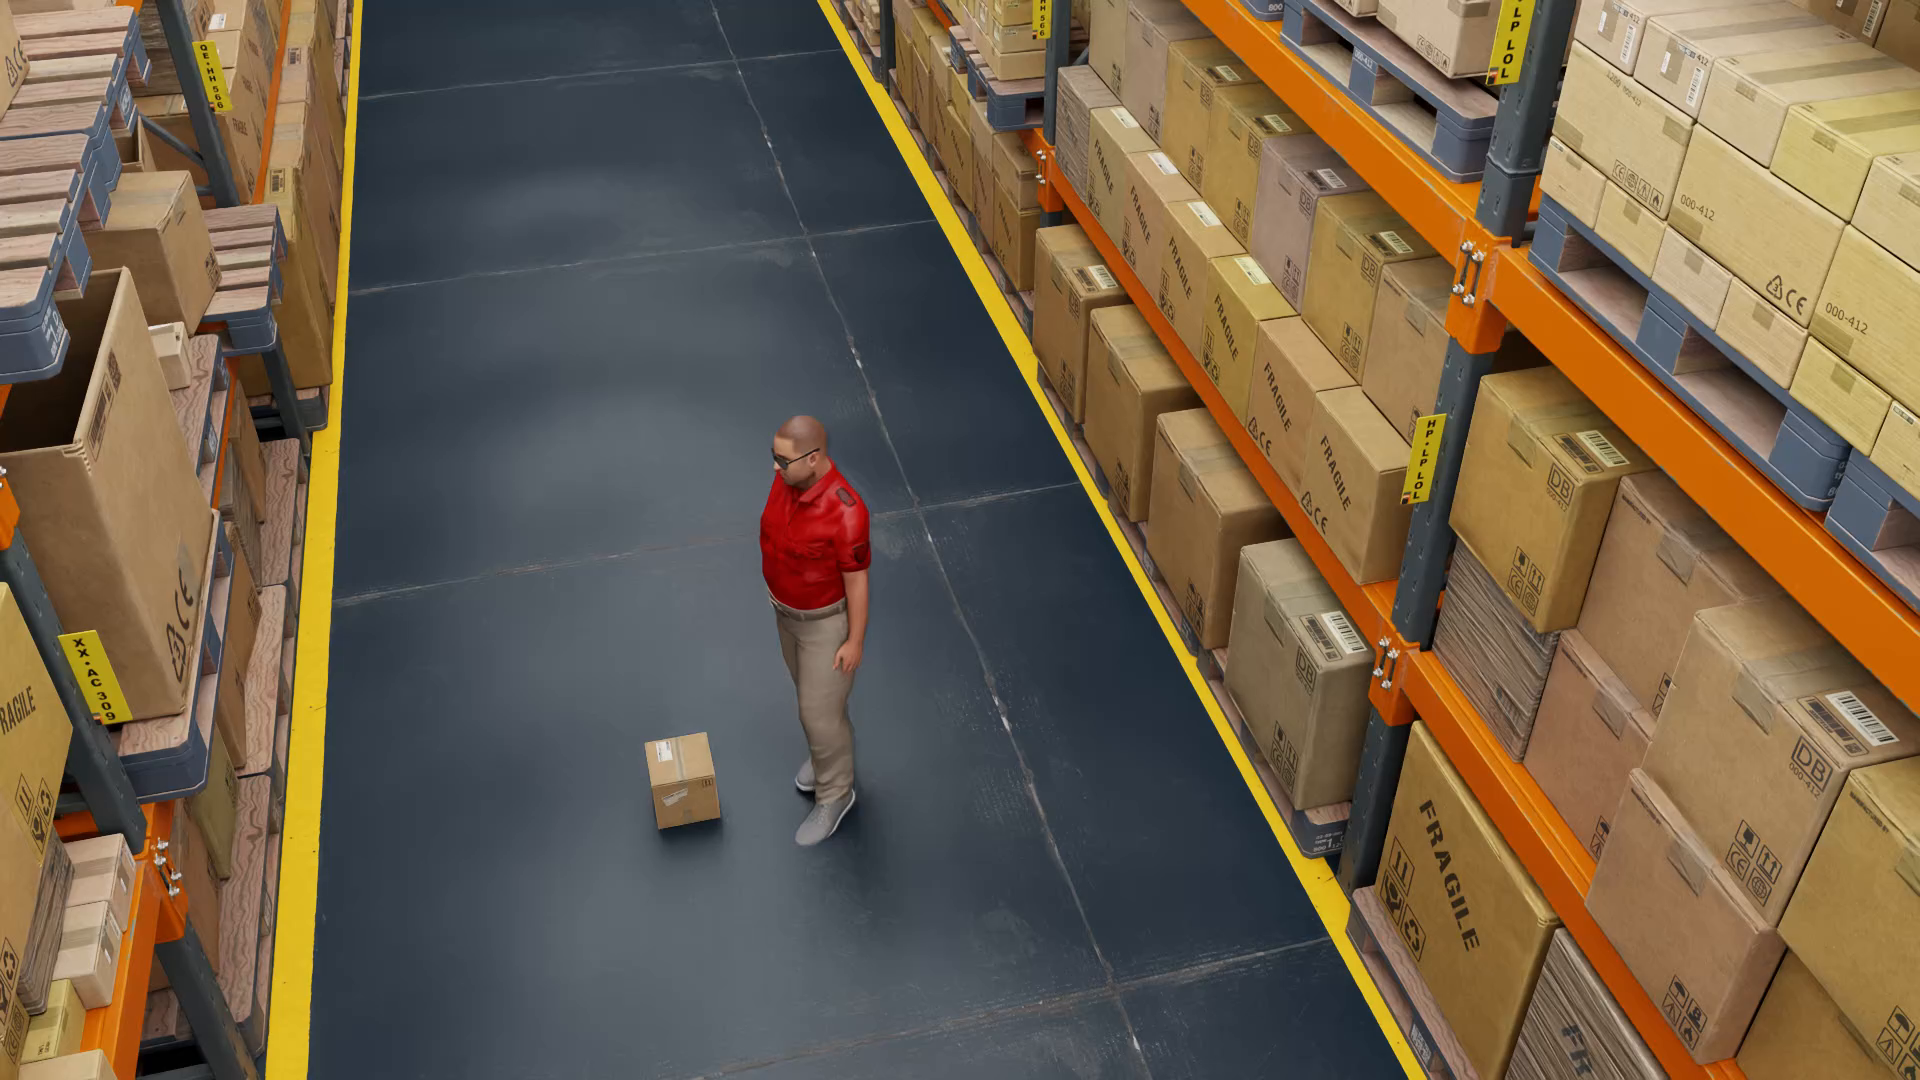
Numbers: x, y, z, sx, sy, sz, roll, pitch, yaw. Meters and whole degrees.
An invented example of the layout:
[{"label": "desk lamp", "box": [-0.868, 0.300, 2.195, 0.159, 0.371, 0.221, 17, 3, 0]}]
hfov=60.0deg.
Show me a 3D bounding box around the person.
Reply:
[{"label": "person", "box": [-0.600, 0.331, 6.329, 0.495, 1.766, 0.578, -26, 45, -29]}]
